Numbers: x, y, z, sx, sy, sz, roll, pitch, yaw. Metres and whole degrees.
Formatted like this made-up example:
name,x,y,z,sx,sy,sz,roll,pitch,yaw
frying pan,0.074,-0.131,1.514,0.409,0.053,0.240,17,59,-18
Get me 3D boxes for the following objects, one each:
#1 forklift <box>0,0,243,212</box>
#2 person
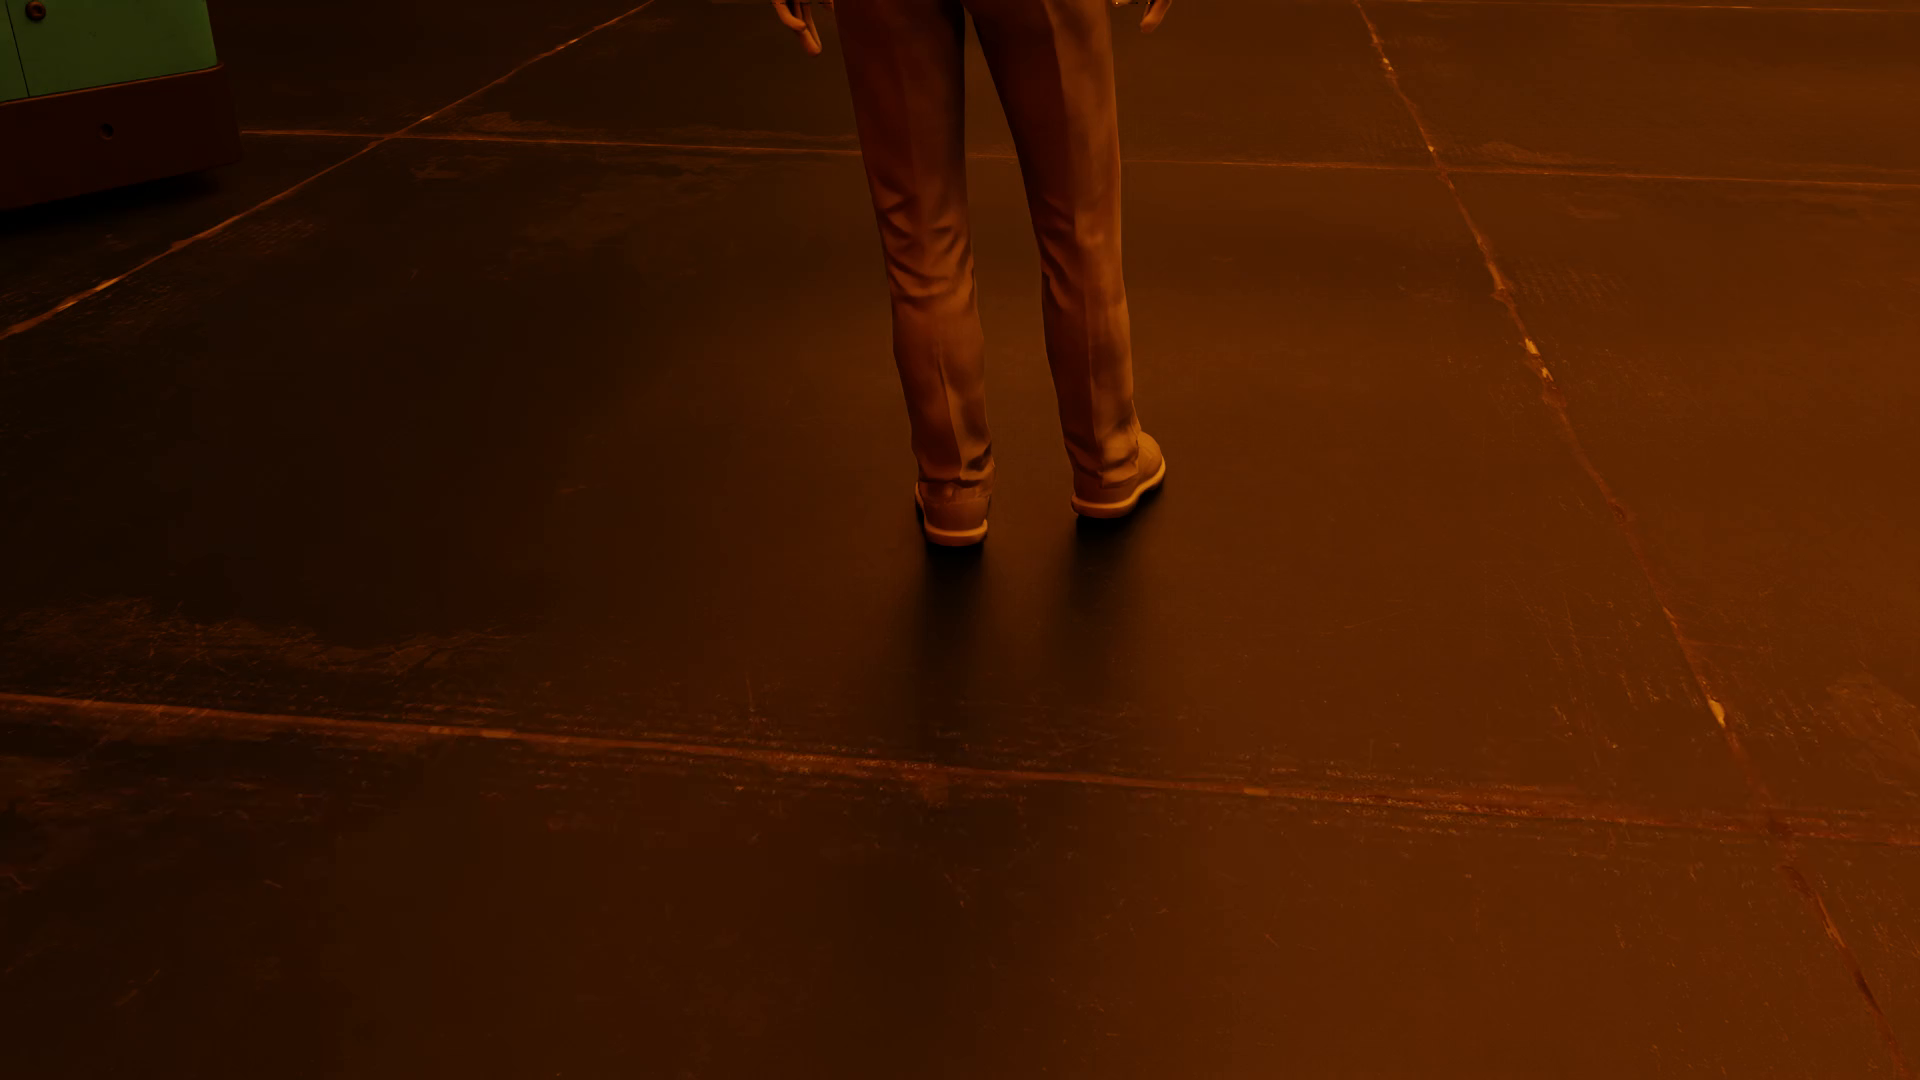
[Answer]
name,x,y,z,sx,sy,sz,roll,pitch,yaw
forklift,-3.334,-2.475,4.178,3.031,2.935,1.130,20,32,34
person,0.015,-0.794,2.177,0.588,1.696,0.533,3,27,7
